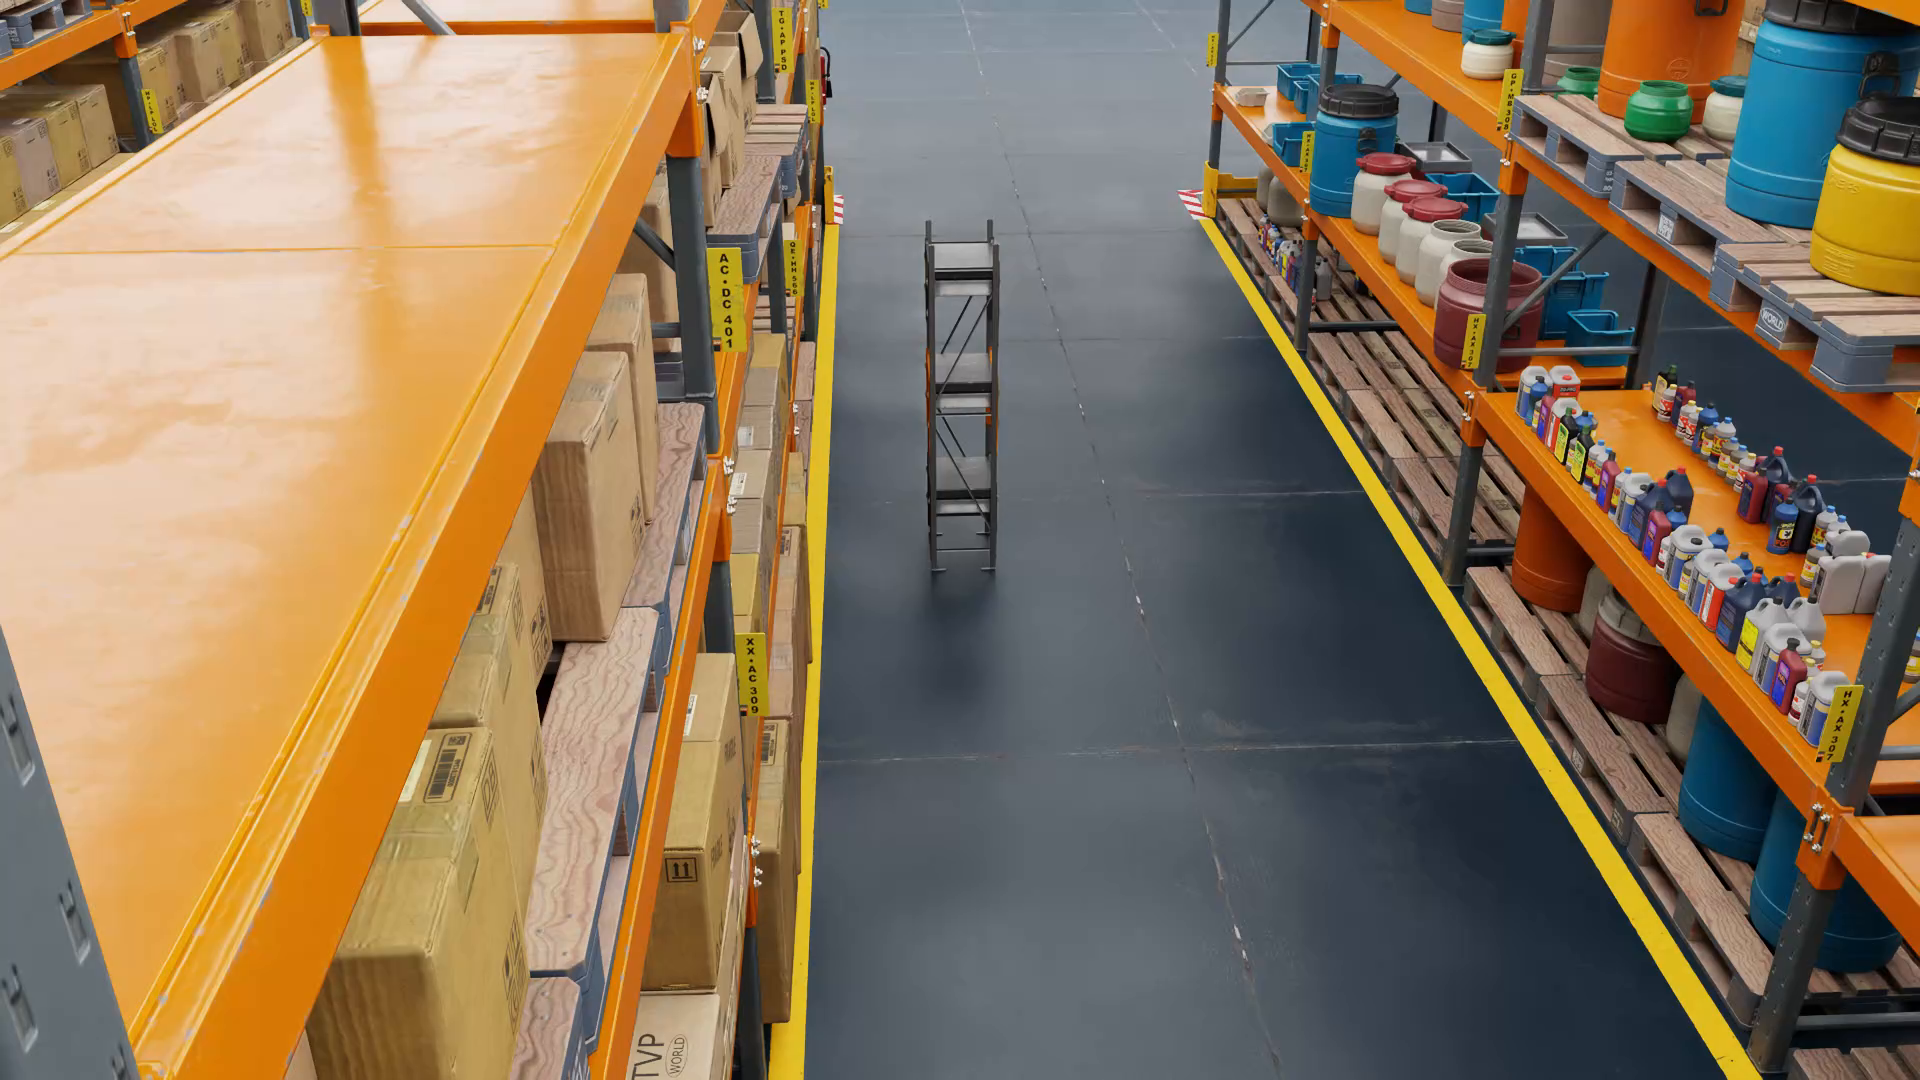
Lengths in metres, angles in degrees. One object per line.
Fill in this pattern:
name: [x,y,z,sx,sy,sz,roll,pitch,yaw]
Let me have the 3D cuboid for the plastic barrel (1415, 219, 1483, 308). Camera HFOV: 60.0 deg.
plastic barrel: [3.194,-1.792,10.821,0.421,0.512,0.421,0,28,0]

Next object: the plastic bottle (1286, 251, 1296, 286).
plastic bottle: [2.893,-2.369,14.510,0.061,0.283,0.133,0,28,1]

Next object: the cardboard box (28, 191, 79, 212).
cardboard box: [-6.283,-2.075,11.378,0.500,0.500,0.500,-1,28,-2]

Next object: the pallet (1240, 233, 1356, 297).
pallet: [3.214,-2.565,15.439,1.003,0.211,1.213,-1,28,-3]

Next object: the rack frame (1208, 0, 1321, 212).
rack frame: [3.066,-4.772,16.656,1.000,3.000,0.127,-1,28,-3]

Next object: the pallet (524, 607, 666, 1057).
pallet: [-1.161,0.538,3.326,1.003,0.211,1.213,-1,28,-3]

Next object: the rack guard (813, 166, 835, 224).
rack guard: [-1.877,-3.509,16.938,1.175,0.500,0.348,-1,28,-3]

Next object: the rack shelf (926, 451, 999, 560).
rack shelf: [0.009,-0.222,10.448,0.431,0.518,0.480,-1,28,-3]

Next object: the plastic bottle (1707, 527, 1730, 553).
plastic bottle: [3.408,0.070,7.512,0.097,0.271,0.097,0,28,0]

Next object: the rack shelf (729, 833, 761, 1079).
rack shelf: [-1.150,2.132,4.197,1.077,0.370,4.000,-1,28,-3]

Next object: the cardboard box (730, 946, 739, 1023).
cardboard box: [-0.884,1.371,5.150,0.380,0.149,0.250,-2,28,-4]

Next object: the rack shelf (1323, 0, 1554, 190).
rack shelf: [3.379,-3.012,10.816,1.077,0.370,4.000,-1,28,-3]

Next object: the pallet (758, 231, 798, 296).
pallet: [-1.607,-1.786,11.139,1.003,0.211,1.213,-1,28,-3]

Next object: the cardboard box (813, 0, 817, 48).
cardboard box: [-1.573,-4.793,15.186,0.500,0.500,0.500,-1,28,-3]

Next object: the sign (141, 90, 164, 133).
sign: [-6.089,-3.228,12.530,0.100,0.325,0.005,-1,28,-3]

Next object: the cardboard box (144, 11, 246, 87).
cardboard box: [-6.686,-4.197,14.224,0.875,0.550,0.500,-1,28,-3]

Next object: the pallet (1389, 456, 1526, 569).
pallet: [3.482,-0.200,10.905,1.003,0.211,1.213,-1,28,-3]

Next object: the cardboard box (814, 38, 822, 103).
cardboard box: [-1.733,-4.346,15.410,0.875,0.500,0.500,-1,28,-3]

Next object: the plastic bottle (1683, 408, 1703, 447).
plastic bottle: [3.935,-0.608,8.887,0.097,0.201,0.097,0,28,0]

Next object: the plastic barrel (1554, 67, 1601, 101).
plastic barrel: [3.419,-2.452,9.131,0.294,0.245,0.294,0,28,0]

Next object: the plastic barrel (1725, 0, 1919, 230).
plastic barrel: [3.450,-1.754,6.629,0.600,0.901,0.708,-1,28,-3]

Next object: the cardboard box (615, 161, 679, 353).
cardboard box: [-1.294,-0.939,5.501,0.700,0.500,0.500,-1,28,-1]

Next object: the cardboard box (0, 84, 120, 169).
cardboard box: [-6.598,-2.991,12.052,0.700,0.500,0.500,-2,28,-4]

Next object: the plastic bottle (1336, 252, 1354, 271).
plastic bottle: [3.468,-2.564,14.891,0.152,0.276,0.135,-1,28,-3]

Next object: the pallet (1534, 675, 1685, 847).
pallet: [3.627,1.084,8.444,1.003,0.211,1.213,-1,28,-3]

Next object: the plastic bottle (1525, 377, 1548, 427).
plastic bottle: [3.162,-0.759,9.101,0.097,0.271,0.097,0,28,0]

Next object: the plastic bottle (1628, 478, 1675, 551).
plastic bottle: [3.260,-0.134,7.817,0.144,0.351,0.185,-1,28,-3]

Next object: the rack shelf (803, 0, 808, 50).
rack shelf: [-1.776,-4.740,14.129,1.077,0.370,4.000,-1,28,-3]

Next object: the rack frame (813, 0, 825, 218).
rack frame: [-1.881,-4.653,16.427,1.000,3.000,0.127,-1,28,-3]

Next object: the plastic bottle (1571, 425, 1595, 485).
plastic bottle: [3.181,-0.435,8.467,0.061,0.283,0.133,-1,28,-3]

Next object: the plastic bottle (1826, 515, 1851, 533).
plastic bottle: [4.009,0.015,7.618,0.097,0.271,0.097,0,28,0]

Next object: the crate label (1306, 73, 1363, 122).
crate label: [3.432,-3.945,15.031,0.502,0.435,0.616,-1,28,-3]

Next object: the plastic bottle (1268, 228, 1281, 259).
plastic bottle: [2.872,-2.708,15.174,0.097,0.271,0.097,0,28,0]

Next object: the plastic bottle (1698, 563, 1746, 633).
plastic bottle: [3.303,0.249,7.164,0.152,0.276,0.135,-1,28,-3]

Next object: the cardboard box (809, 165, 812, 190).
cardboard box: [-1.383,-2.916,13.370,0.380,0.149,0.250,-1,28,-3]

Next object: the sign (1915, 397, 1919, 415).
sign: [3.143,-0.552,5.312,0.100,0.325,0.005,-1,28,-3]

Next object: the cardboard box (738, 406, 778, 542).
cardboard box: [-1.139,-0.311,7.994,0.500,0.500,0.500,-2,28,-4]

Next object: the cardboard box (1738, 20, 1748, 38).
cardboard box: [7.818,-5.036,16.352,0.380,0.149,0.250,-2,28,-3]

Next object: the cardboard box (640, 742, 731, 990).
cardboard box: [-0.941,0.928,4.756,0.500,0.500,0.500,-1,28,-2]

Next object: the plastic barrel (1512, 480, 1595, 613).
plastic barrel: [3.526,-0.076,9.545,0.600,0.830,0.708,-1,28,-3]

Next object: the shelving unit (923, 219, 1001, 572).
shelving unit: [0.009,-0.855,10.118,0.431,2.100,0.503,-1,28,-3]

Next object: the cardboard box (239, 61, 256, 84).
cardboard box: [-6.820,-3.961,14.938,0.875,0.550,0.550,-1,28,-3]

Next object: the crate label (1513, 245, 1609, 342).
crate label: [3.701,-1.559,10.457,0.502,0.435,0.616,-1,28,-3]

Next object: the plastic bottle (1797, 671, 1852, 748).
plastic bottle: [3.349,0.650,6.394,0.152,0.276,0.135,-1,28,-3]

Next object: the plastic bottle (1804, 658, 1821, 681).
plastic bottle: [3.369,0.567,6.633,0.097,0.201,0.097,0,28,0]

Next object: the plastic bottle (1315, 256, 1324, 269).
plastic bottle: [3.090,-2.307,14.399,0.152,0.276,0.135,-1,28,-3]

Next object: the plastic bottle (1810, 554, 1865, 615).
plastic bottle: [3.848,0.178,7.300,0.152,0.276,0.135,-1,28,-3]

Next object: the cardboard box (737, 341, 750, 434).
cardboard box: [-1.410,-0.808,7.863,0.797,0.503,0.637,-1,28,-1]

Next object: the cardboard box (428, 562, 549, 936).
cardboard box: [-1.110,0.392,2.840,0.700,0.500,0.500,-3,28,-6]

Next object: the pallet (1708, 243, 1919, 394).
pallet: [3.554,-0.836,6.071,1.213,0.211,1.003,-1,28,-3]

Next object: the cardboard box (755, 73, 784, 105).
cardboard box: [-1.233,-2.445,9.113,0.500,0.250,0.500,-1,28,-2]

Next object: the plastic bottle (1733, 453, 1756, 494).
plastic bottle: [3.966,-0.338,8.370,0.097,0.201,0.097,0,28,0]
